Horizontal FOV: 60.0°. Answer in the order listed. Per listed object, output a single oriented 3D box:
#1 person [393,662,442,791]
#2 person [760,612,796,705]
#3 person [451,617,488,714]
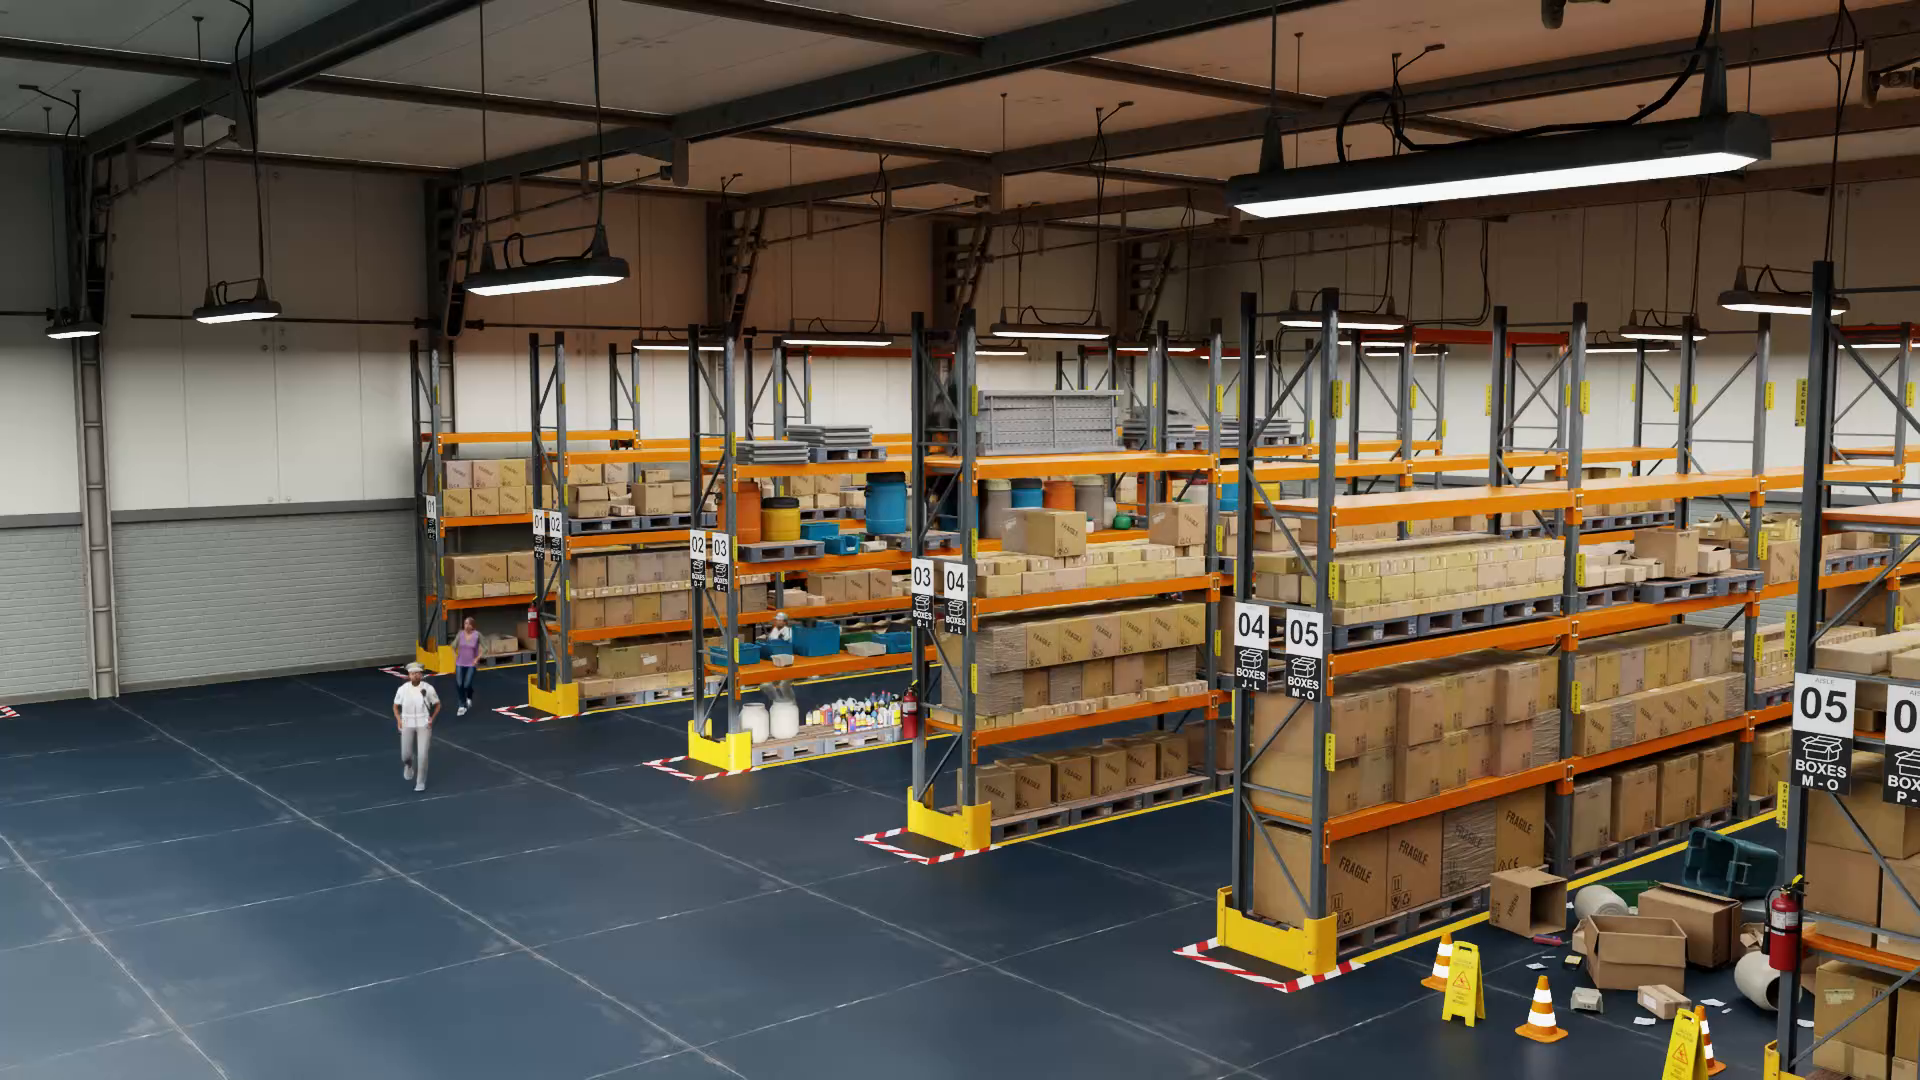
[{"bbox_3d":[-6.955,2.374,21.333,0.600,1.653,0.567,-1,5,-14],"label":"person"},{"bbox_3d":[-2.815,1.951,25.930,0.572,1.662,0.645,4,6,35],"label":"person"},{"bbox_3d":[-7.734,1.981,26.145,0.554,1.549,0.563,0,5,1],"label":"person"}]
